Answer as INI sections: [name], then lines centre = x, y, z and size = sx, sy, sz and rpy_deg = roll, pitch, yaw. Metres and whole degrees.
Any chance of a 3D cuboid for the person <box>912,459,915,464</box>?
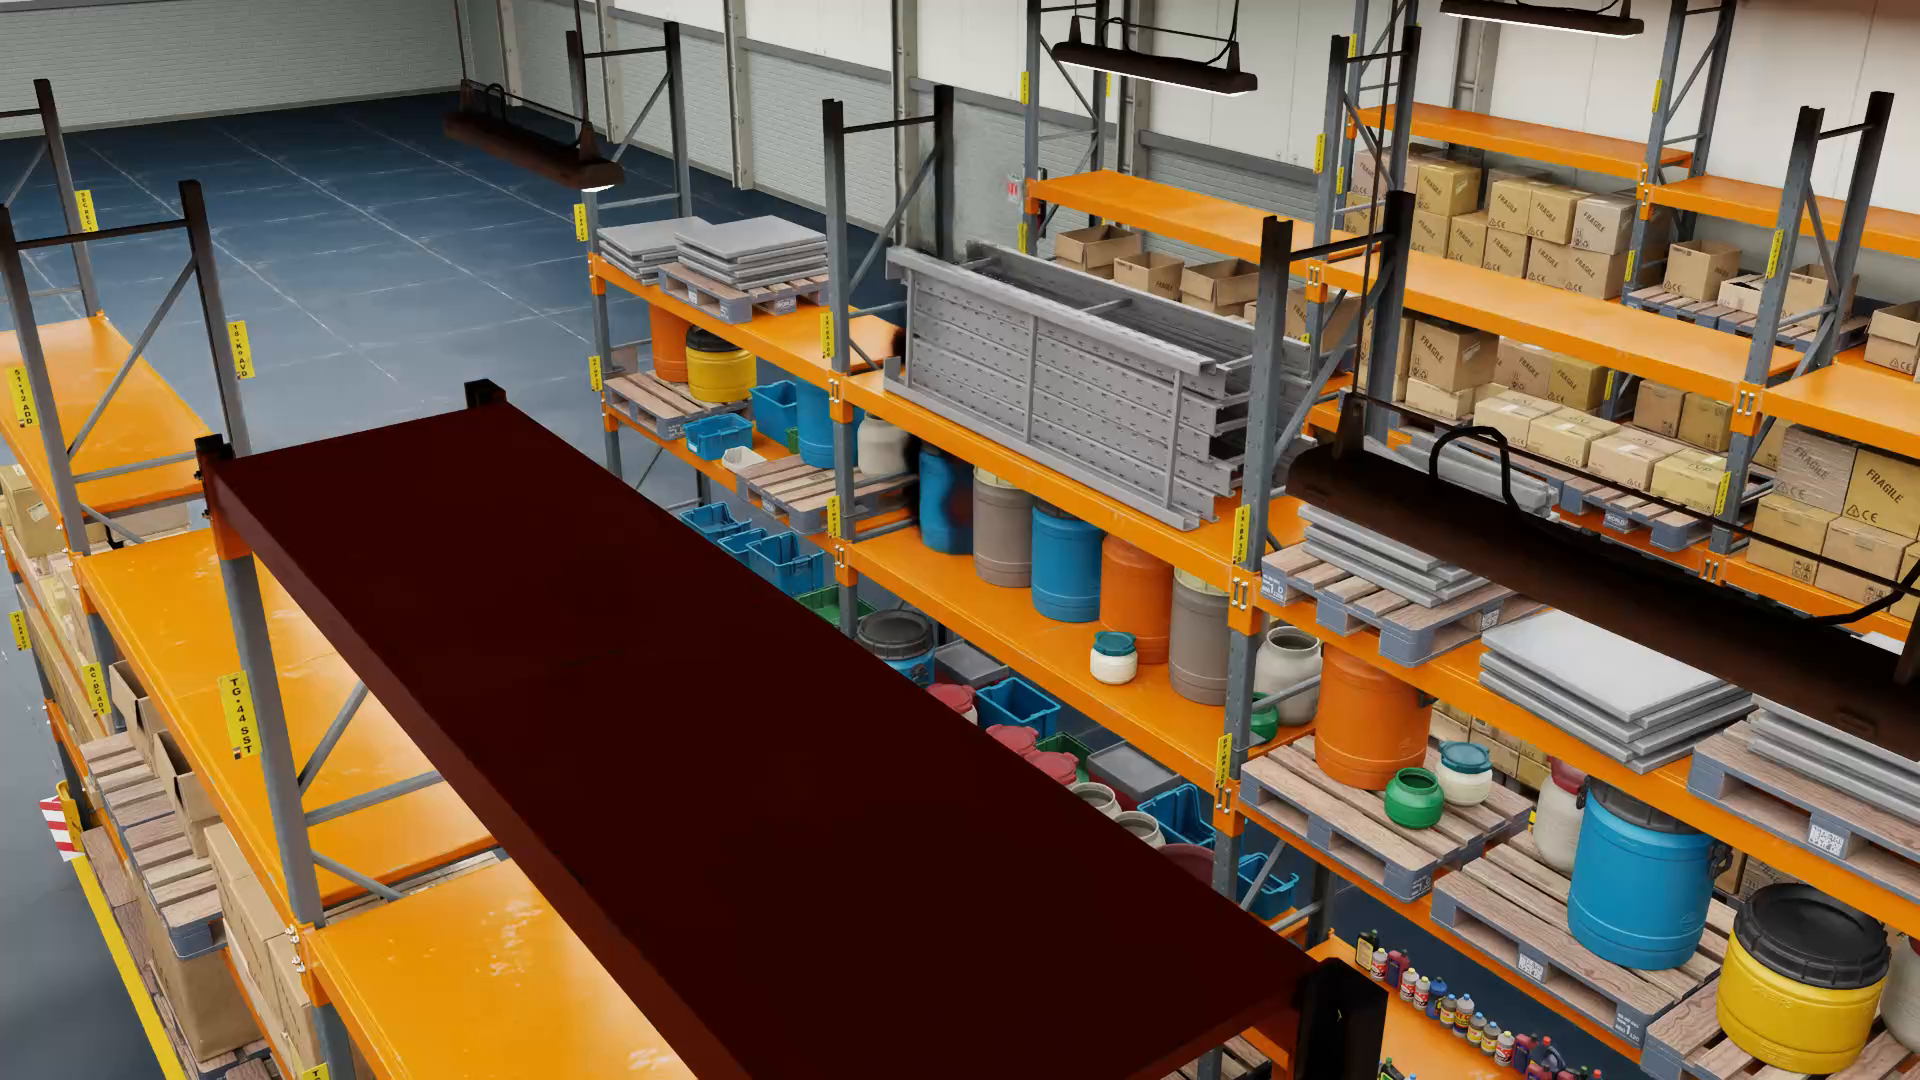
[person]
centre = -0.885, -1.393, 19.946
size = 0.679, 1.753, 0.713
rpy_deg = 0, 25, -1
